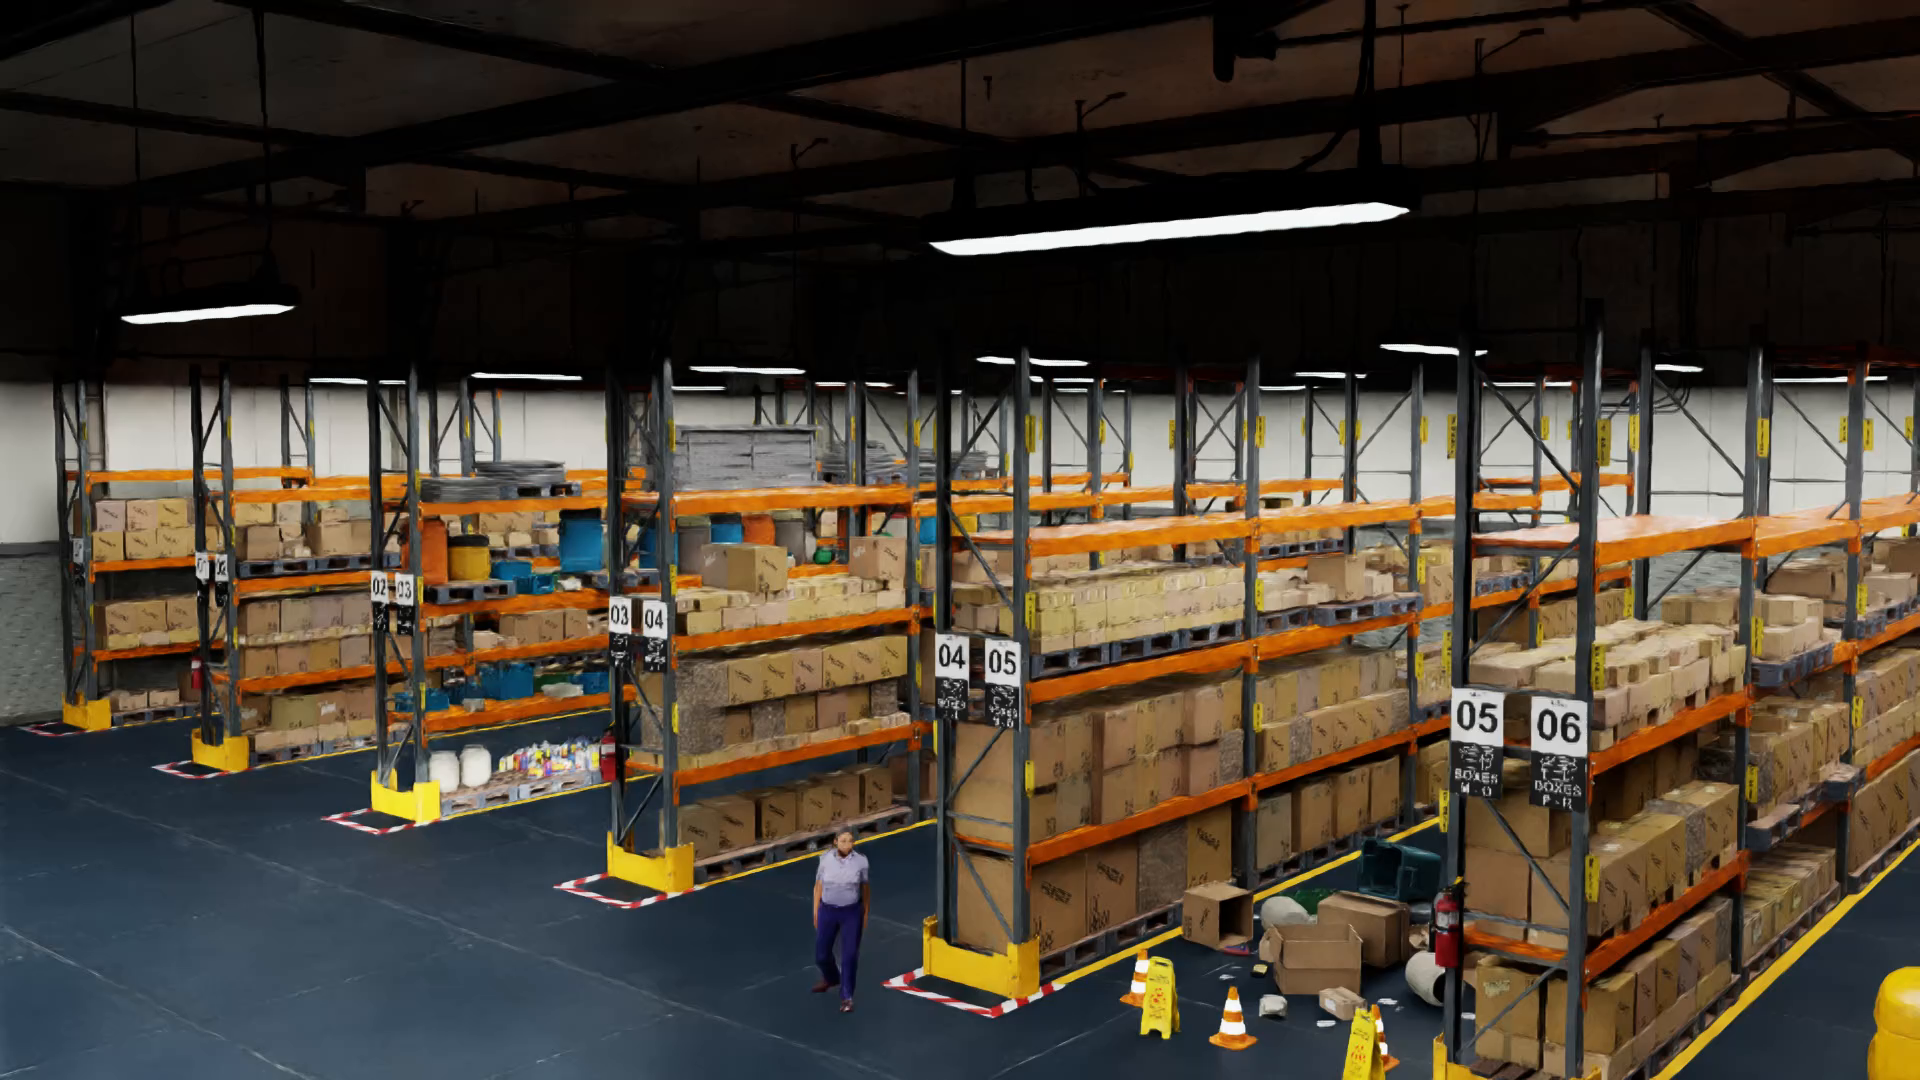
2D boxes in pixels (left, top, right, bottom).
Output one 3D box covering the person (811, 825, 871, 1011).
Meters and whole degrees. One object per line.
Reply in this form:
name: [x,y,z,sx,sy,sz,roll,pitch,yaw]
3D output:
person: [-1.060,3.303,14.705,0.551,1.614,0.545,0,4,4]
